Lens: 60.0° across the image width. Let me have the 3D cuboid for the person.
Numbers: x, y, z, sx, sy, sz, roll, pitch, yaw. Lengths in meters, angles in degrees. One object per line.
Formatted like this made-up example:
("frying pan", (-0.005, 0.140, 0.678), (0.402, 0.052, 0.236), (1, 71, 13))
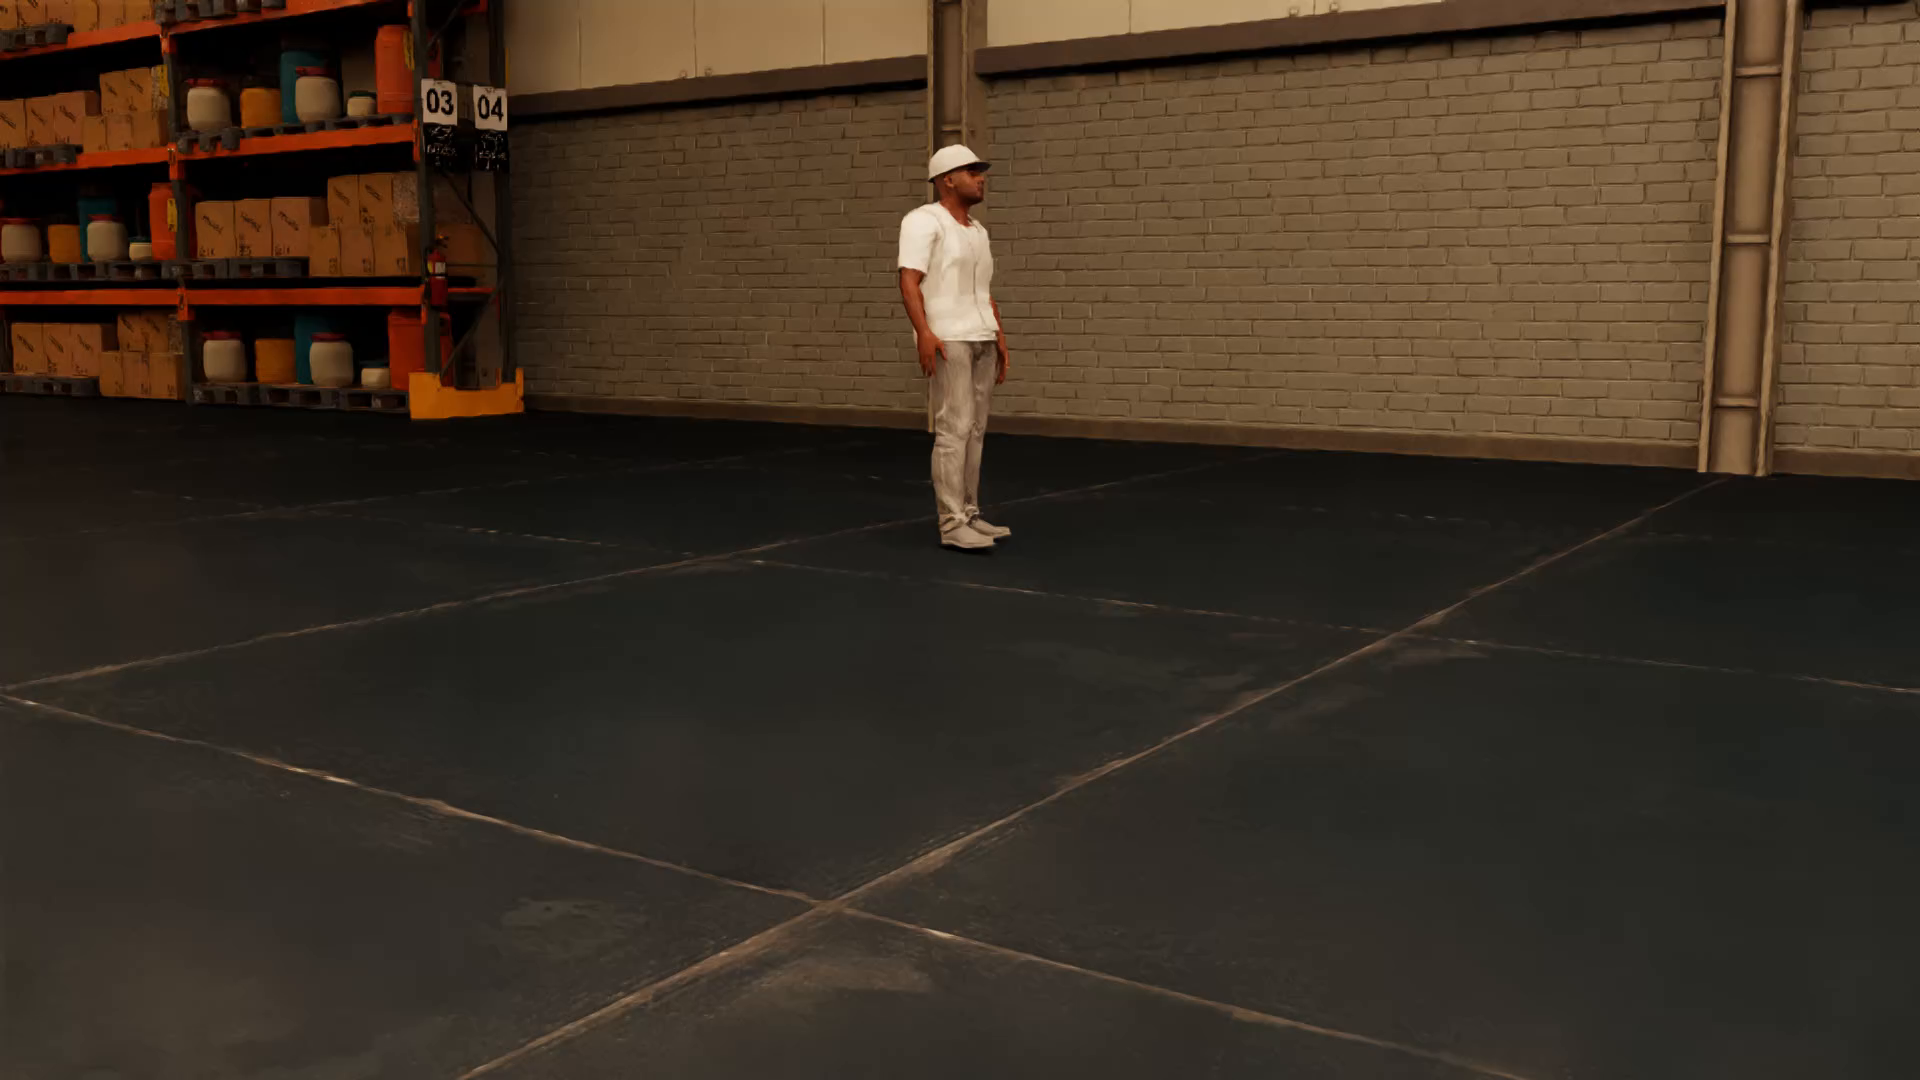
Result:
("person", (0.055, -0.875, 7.435), (0.576, 1.766, 0.665), (5, 10, 34))
